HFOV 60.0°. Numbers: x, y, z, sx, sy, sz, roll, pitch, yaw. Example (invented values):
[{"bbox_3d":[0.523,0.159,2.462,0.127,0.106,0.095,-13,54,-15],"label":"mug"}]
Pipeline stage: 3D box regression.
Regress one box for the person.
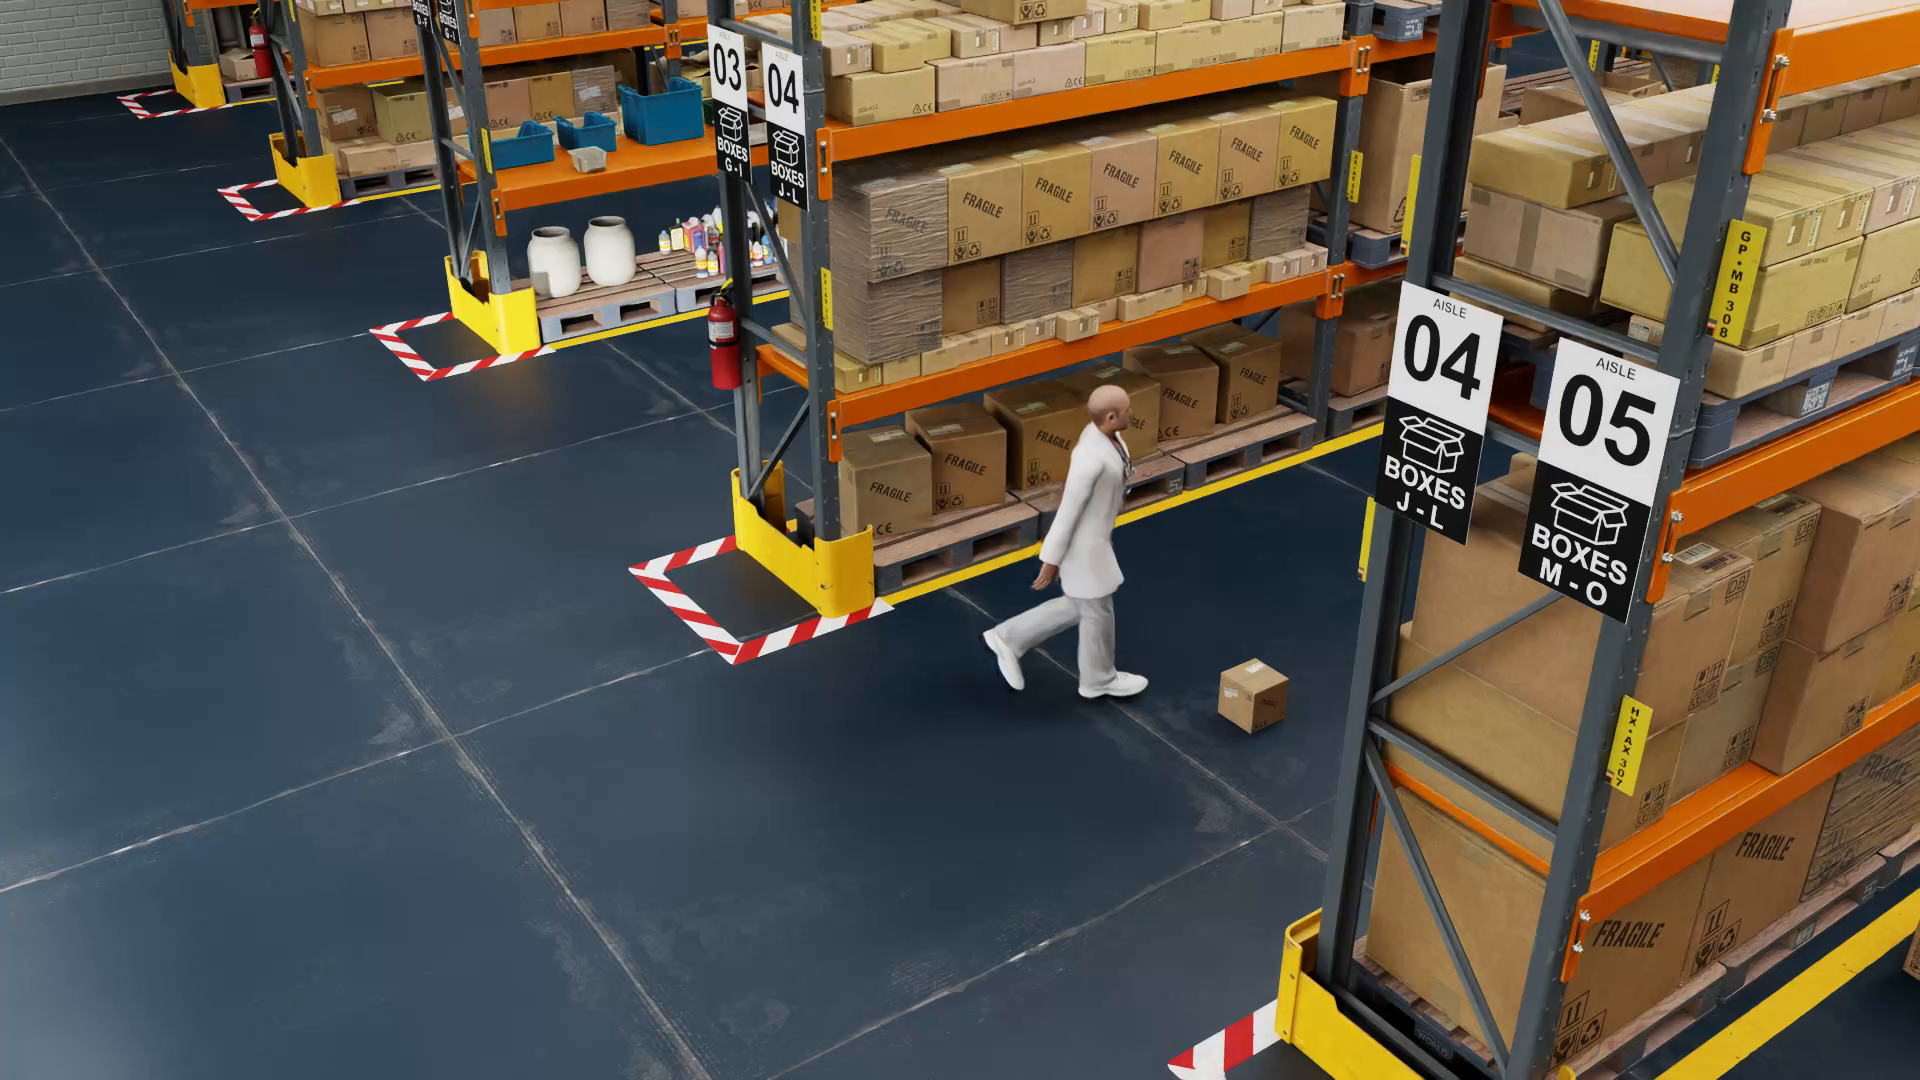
[{"bbox_3d":[0.574,0.011,8.629,0.886,1.750,0.655,4,28,7],"label":"person"}]
